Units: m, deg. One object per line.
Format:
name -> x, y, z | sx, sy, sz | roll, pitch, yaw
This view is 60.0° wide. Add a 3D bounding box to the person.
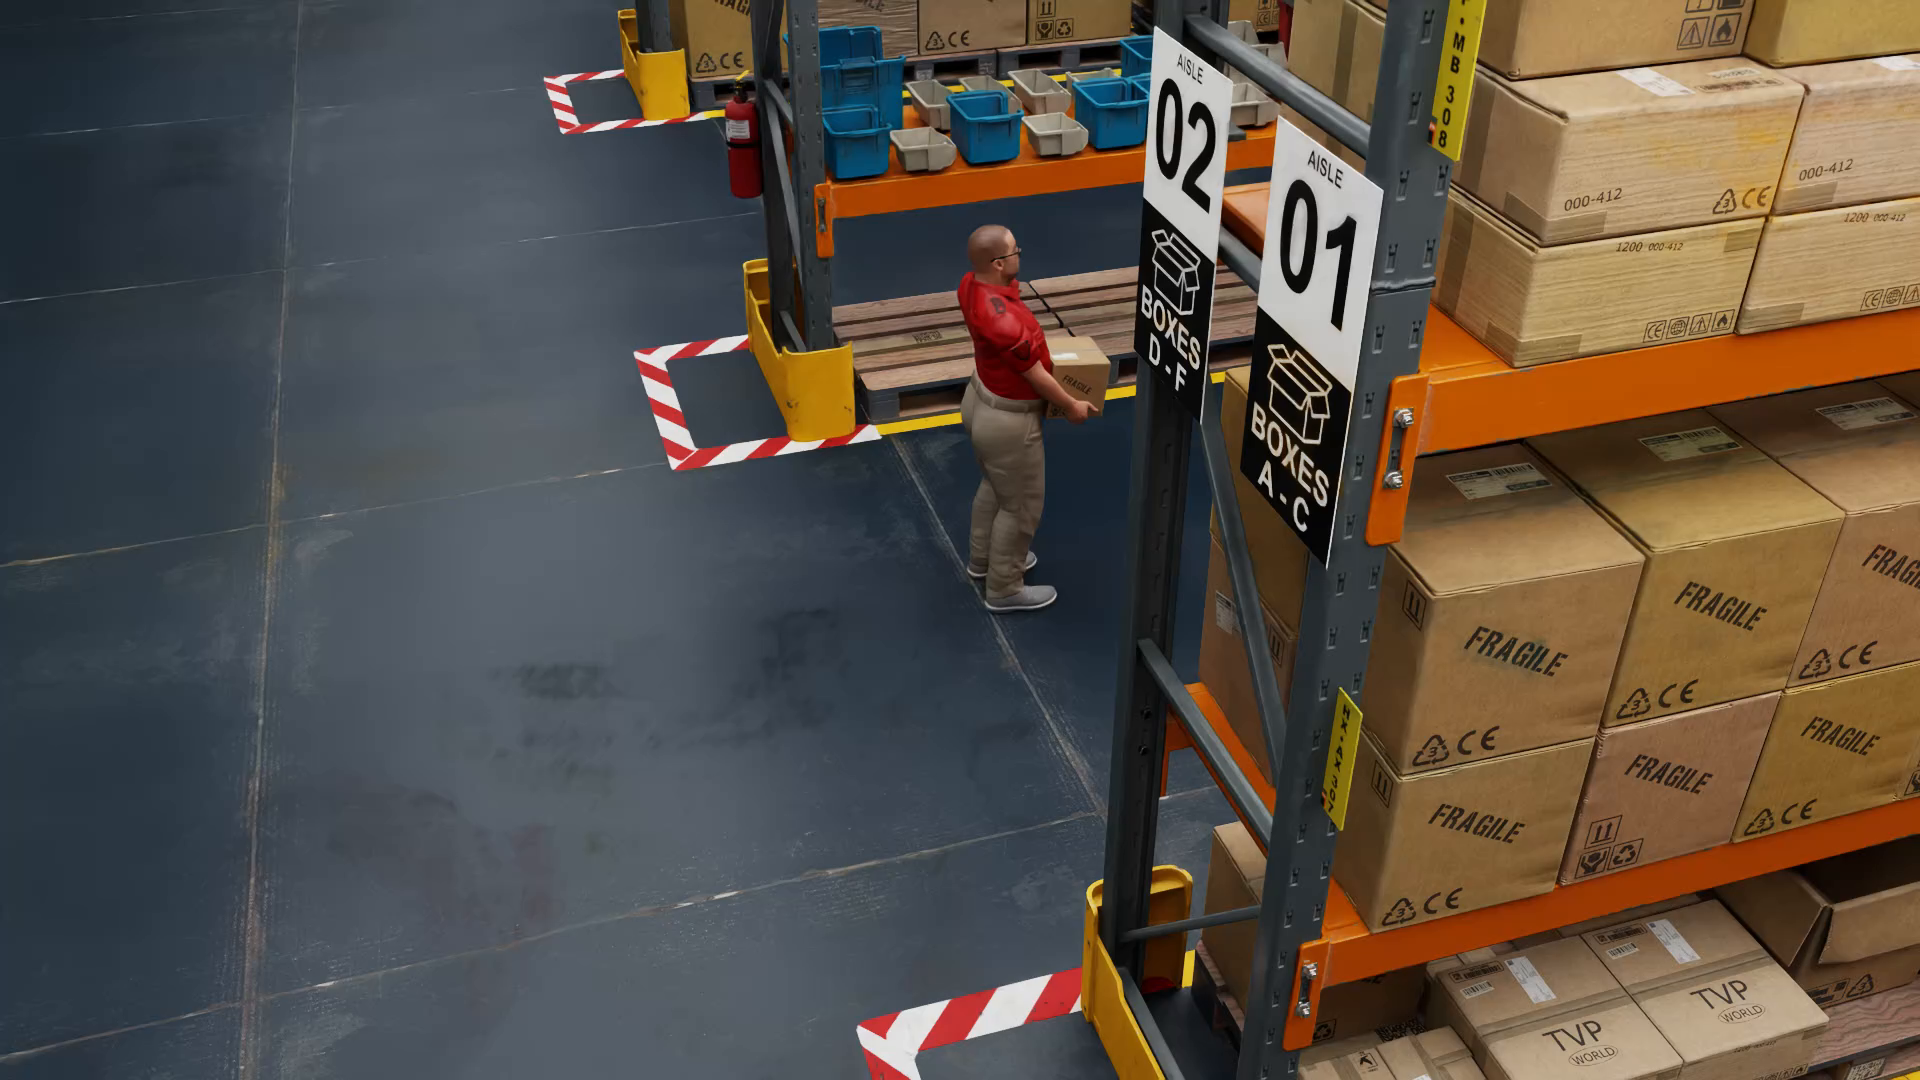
person -> 0.275, -0.524, 6.954 | 0.530, 1.714, 0.494 | -9, 35, -13
